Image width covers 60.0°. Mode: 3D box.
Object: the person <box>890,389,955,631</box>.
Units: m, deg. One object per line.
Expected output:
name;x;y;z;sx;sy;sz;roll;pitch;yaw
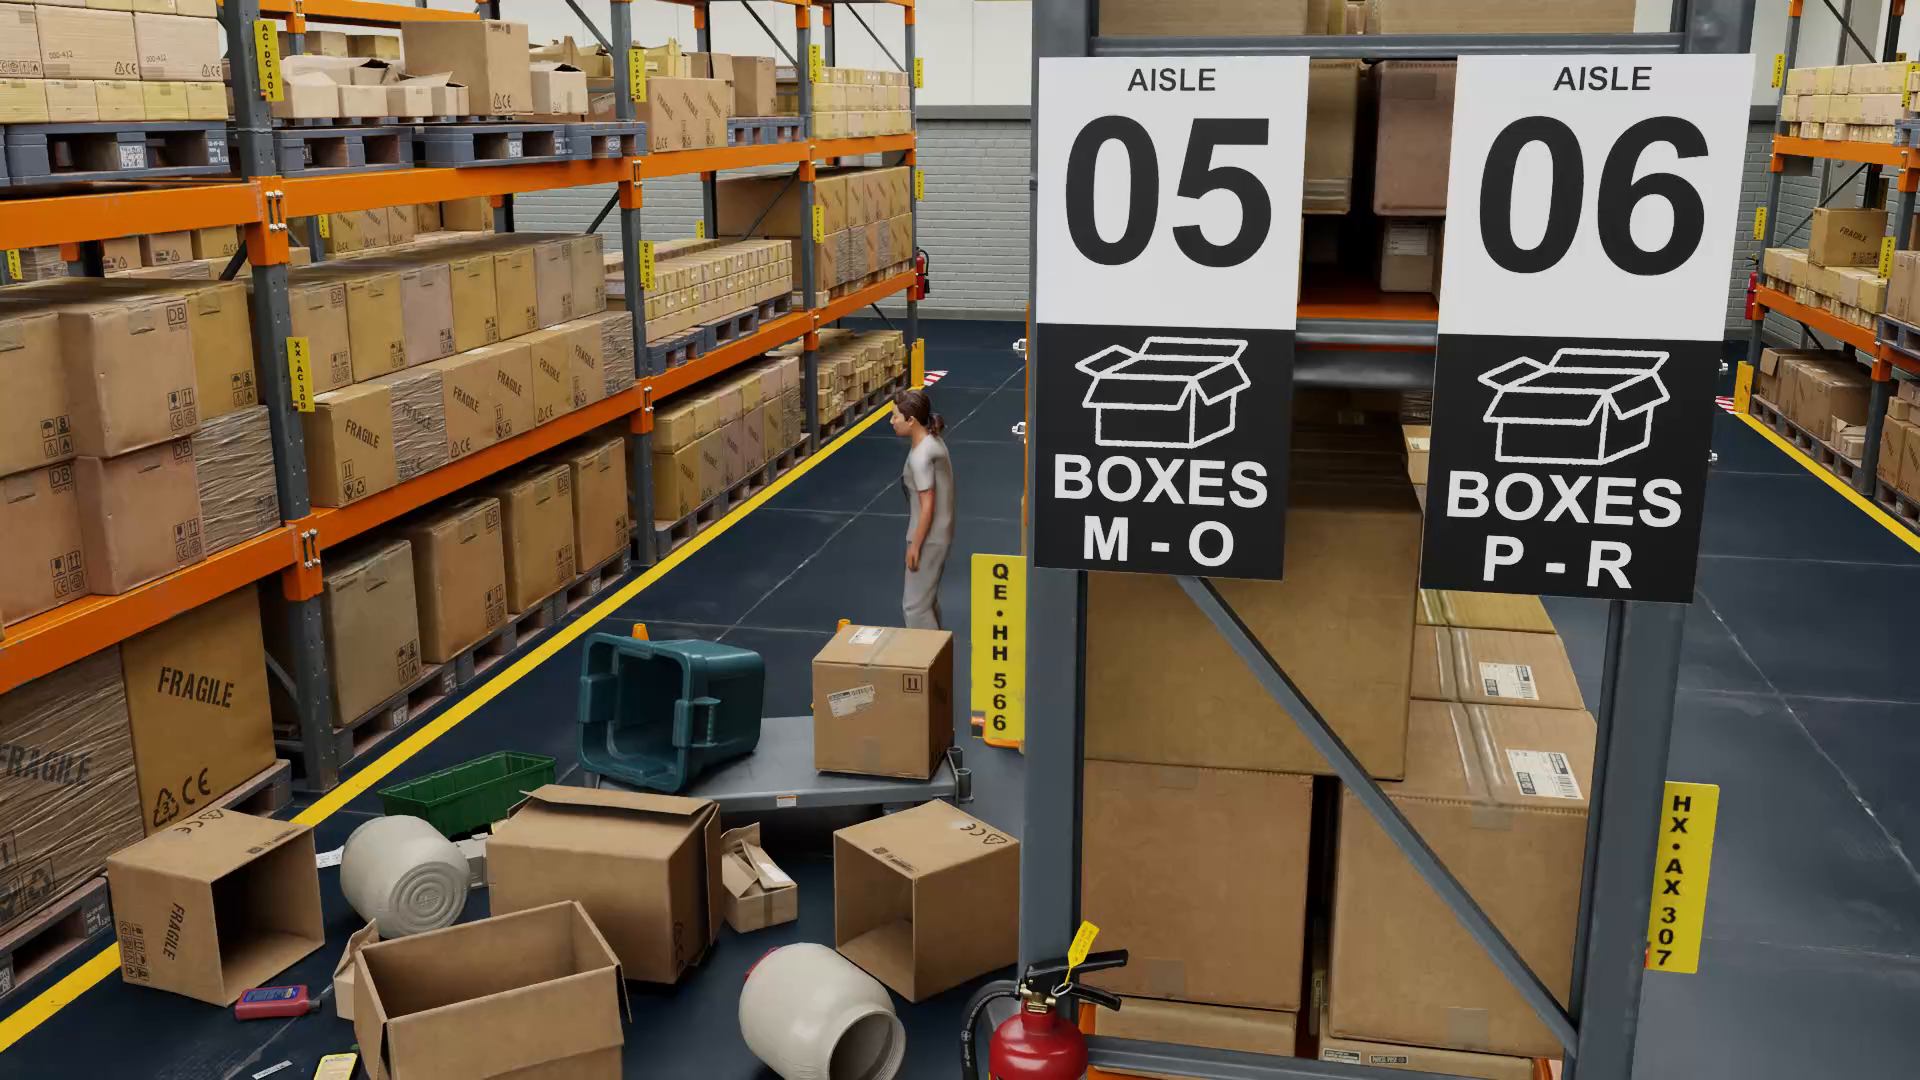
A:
person;-0.205;0.005;8.994;0.359;1.673;0.485;1;15;3
